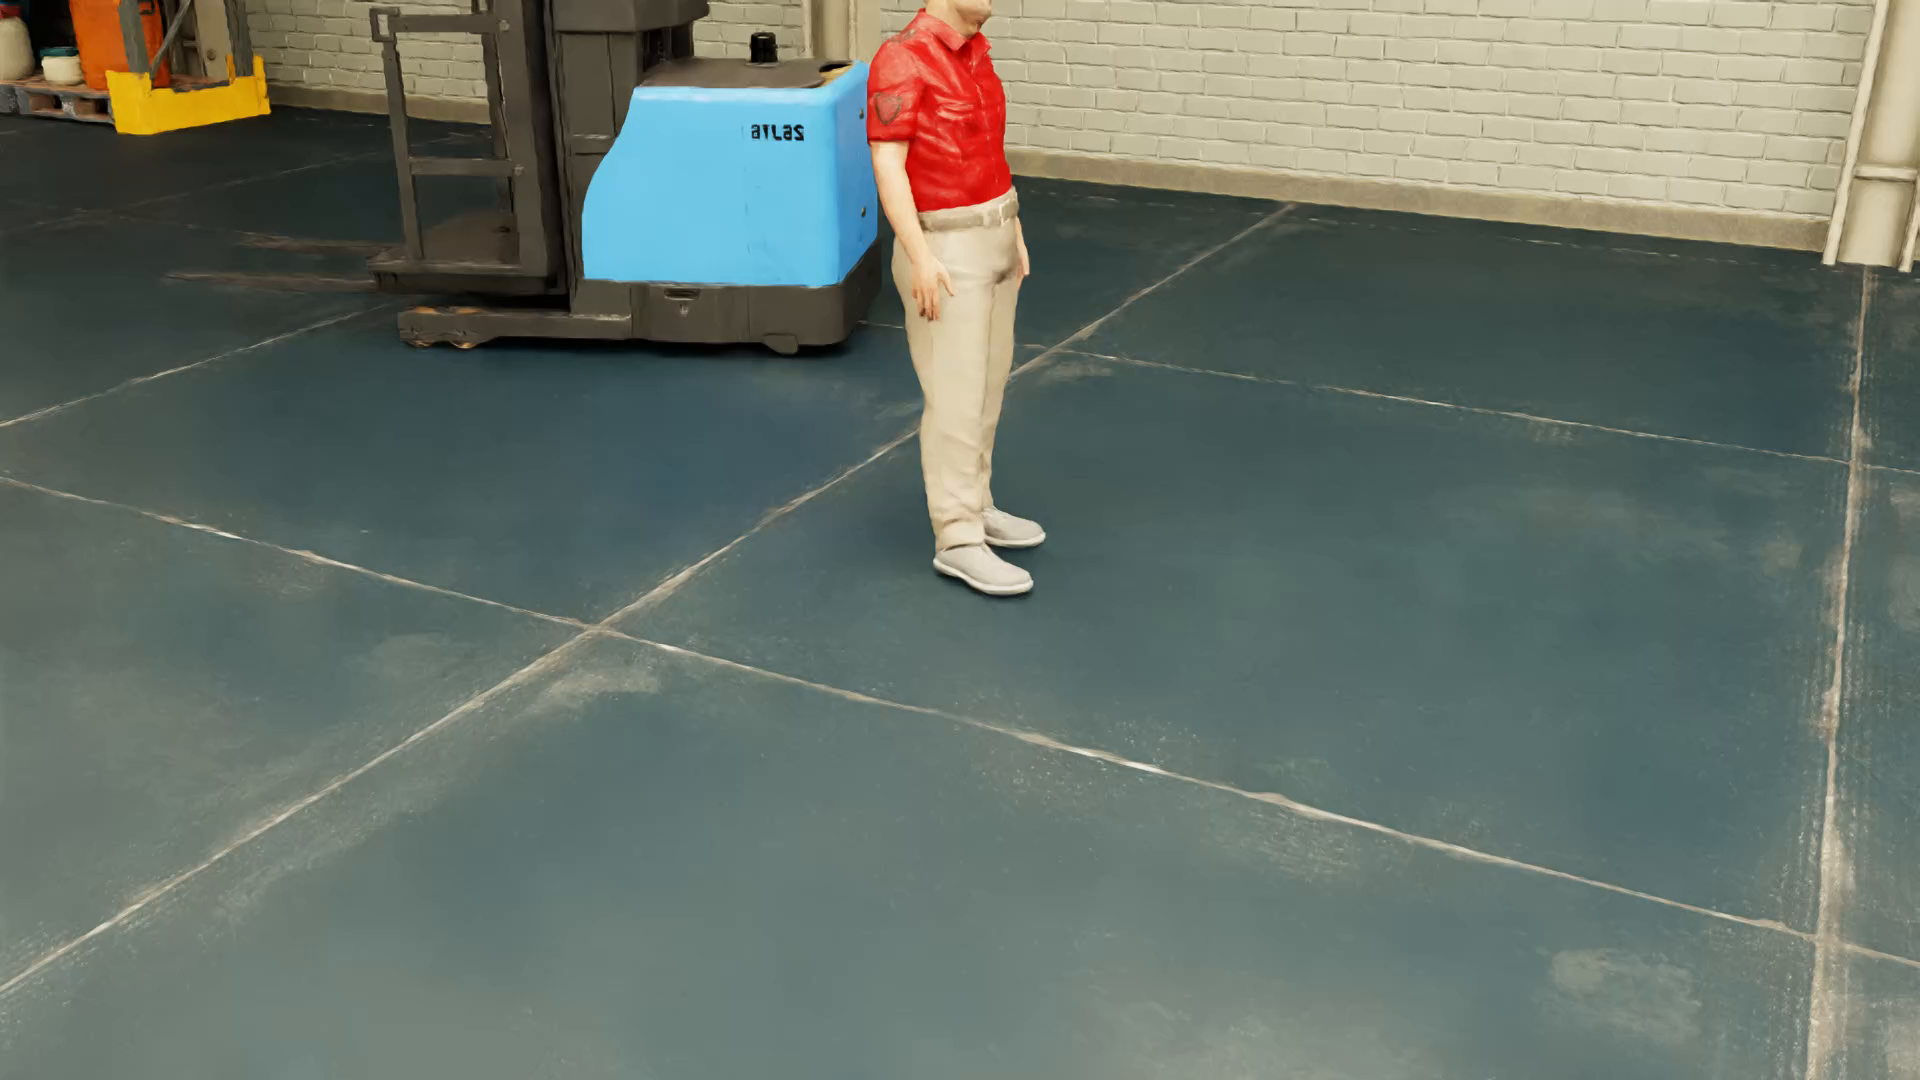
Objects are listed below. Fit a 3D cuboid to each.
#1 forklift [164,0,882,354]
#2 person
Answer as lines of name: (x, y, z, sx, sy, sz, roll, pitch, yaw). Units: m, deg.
forklift: (-1.915, -2.350, 6.858, 3.031, 2.935, 1.130, 3, 23, 7)
person: (0.074, -0.782, 4.678, 0.550, 1.726, 0.640, 11, 25, 25)
